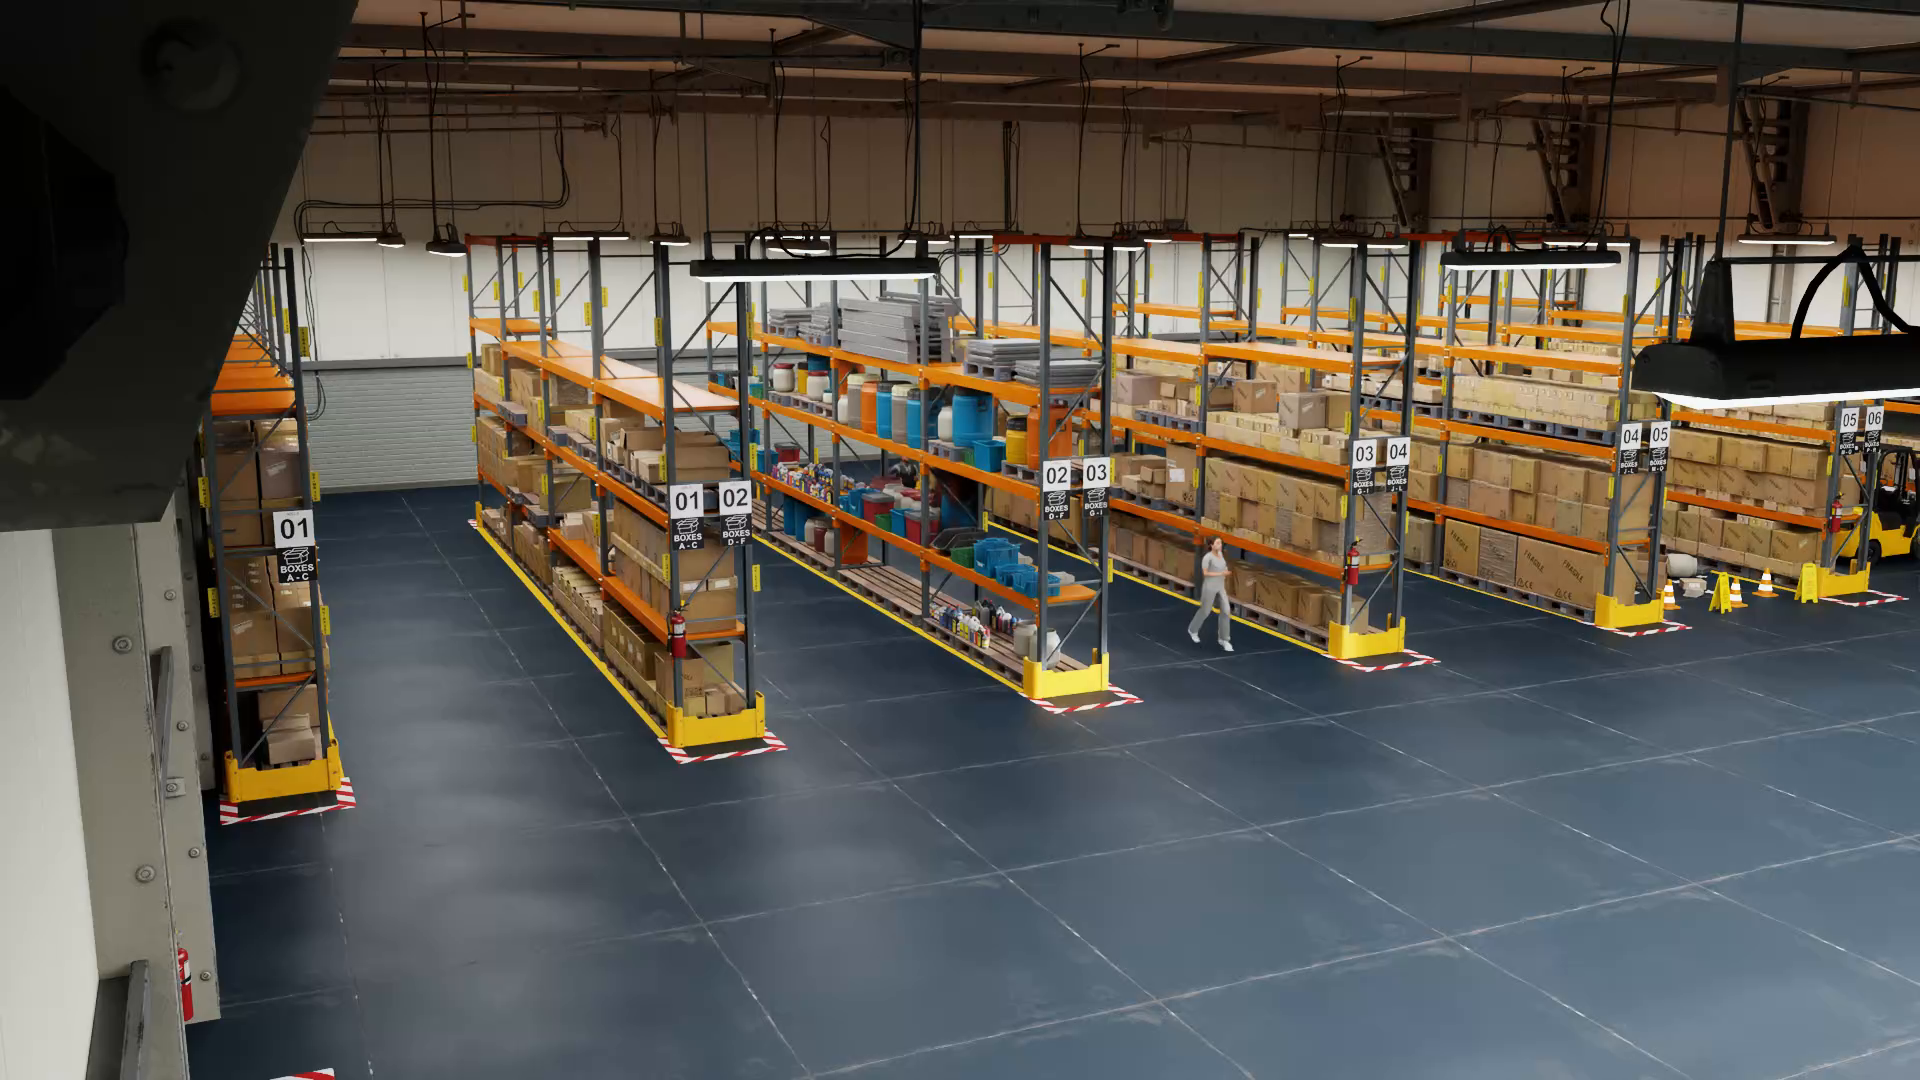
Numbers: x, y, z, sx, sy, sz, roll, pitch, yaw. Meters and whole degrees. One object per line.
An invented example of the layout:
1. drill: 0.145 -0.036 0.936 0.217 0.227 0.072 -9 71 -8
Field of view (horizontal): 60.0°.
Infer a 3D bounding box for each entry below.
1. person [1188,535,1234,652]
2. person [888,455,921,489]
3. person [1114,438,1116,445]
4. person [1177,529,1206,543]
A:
1. person: 3.739 0.761 24.747 0.566 1.721 0.831 -8 14 -37
2. person: -1.091 -0.902 33.258 0.630 1.783 0.780 -8 14 -35
3. person: 3.674 -2.482 41.900 0.932 1.495 0.611 1 11 6
4. person: 4.467 -0.635 31.732 0.663 1.779 0.930 -6 13 -29
